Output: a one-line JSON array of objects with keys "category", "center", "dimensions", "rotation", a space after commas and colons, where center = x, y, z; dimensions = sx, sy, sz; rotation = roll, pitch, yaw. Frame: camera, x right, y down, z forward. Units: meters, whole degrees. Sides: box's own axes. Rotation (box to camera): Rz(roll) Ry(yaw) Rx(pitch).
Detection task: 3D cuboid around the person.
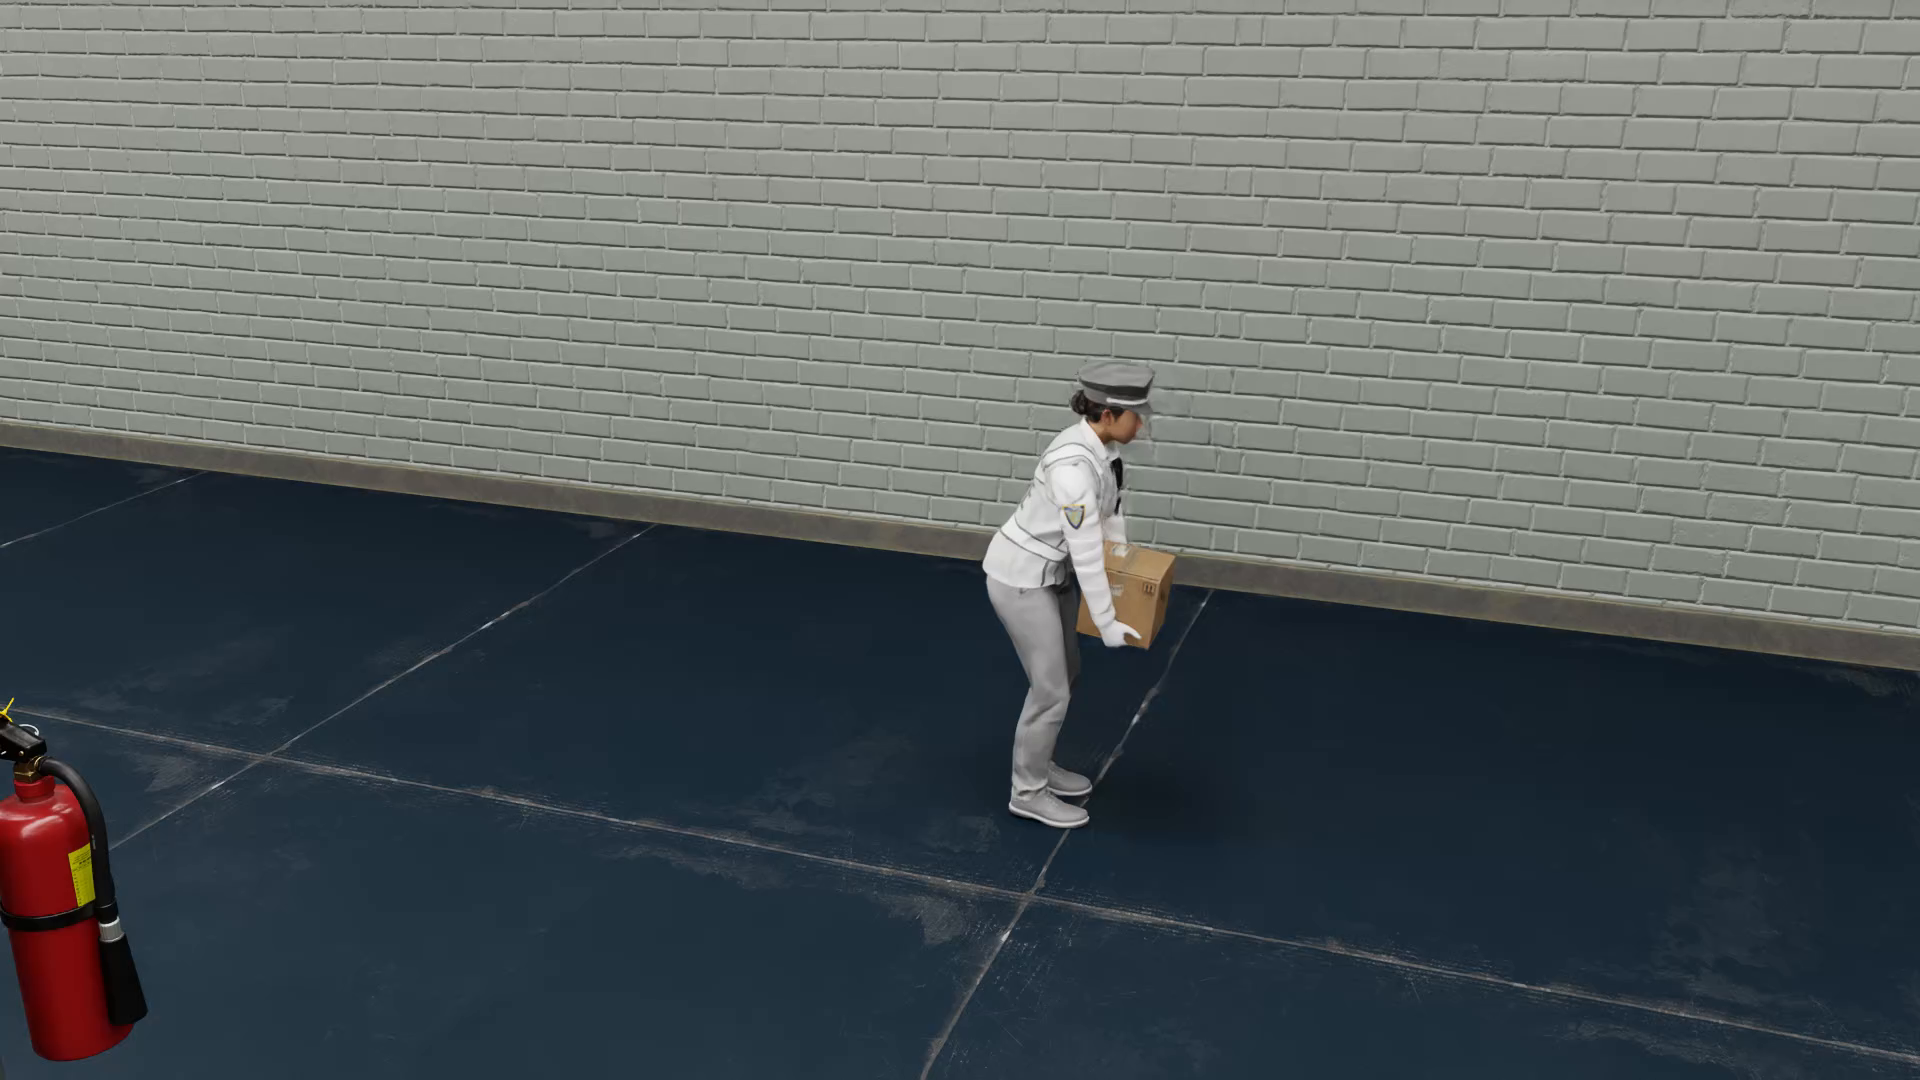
[{"category": "person", "center": [0.363, 0.160, 5.629], "dimensions": [0.550, 1.648, 0.414], "rotation": [6, 20, 17]}]
